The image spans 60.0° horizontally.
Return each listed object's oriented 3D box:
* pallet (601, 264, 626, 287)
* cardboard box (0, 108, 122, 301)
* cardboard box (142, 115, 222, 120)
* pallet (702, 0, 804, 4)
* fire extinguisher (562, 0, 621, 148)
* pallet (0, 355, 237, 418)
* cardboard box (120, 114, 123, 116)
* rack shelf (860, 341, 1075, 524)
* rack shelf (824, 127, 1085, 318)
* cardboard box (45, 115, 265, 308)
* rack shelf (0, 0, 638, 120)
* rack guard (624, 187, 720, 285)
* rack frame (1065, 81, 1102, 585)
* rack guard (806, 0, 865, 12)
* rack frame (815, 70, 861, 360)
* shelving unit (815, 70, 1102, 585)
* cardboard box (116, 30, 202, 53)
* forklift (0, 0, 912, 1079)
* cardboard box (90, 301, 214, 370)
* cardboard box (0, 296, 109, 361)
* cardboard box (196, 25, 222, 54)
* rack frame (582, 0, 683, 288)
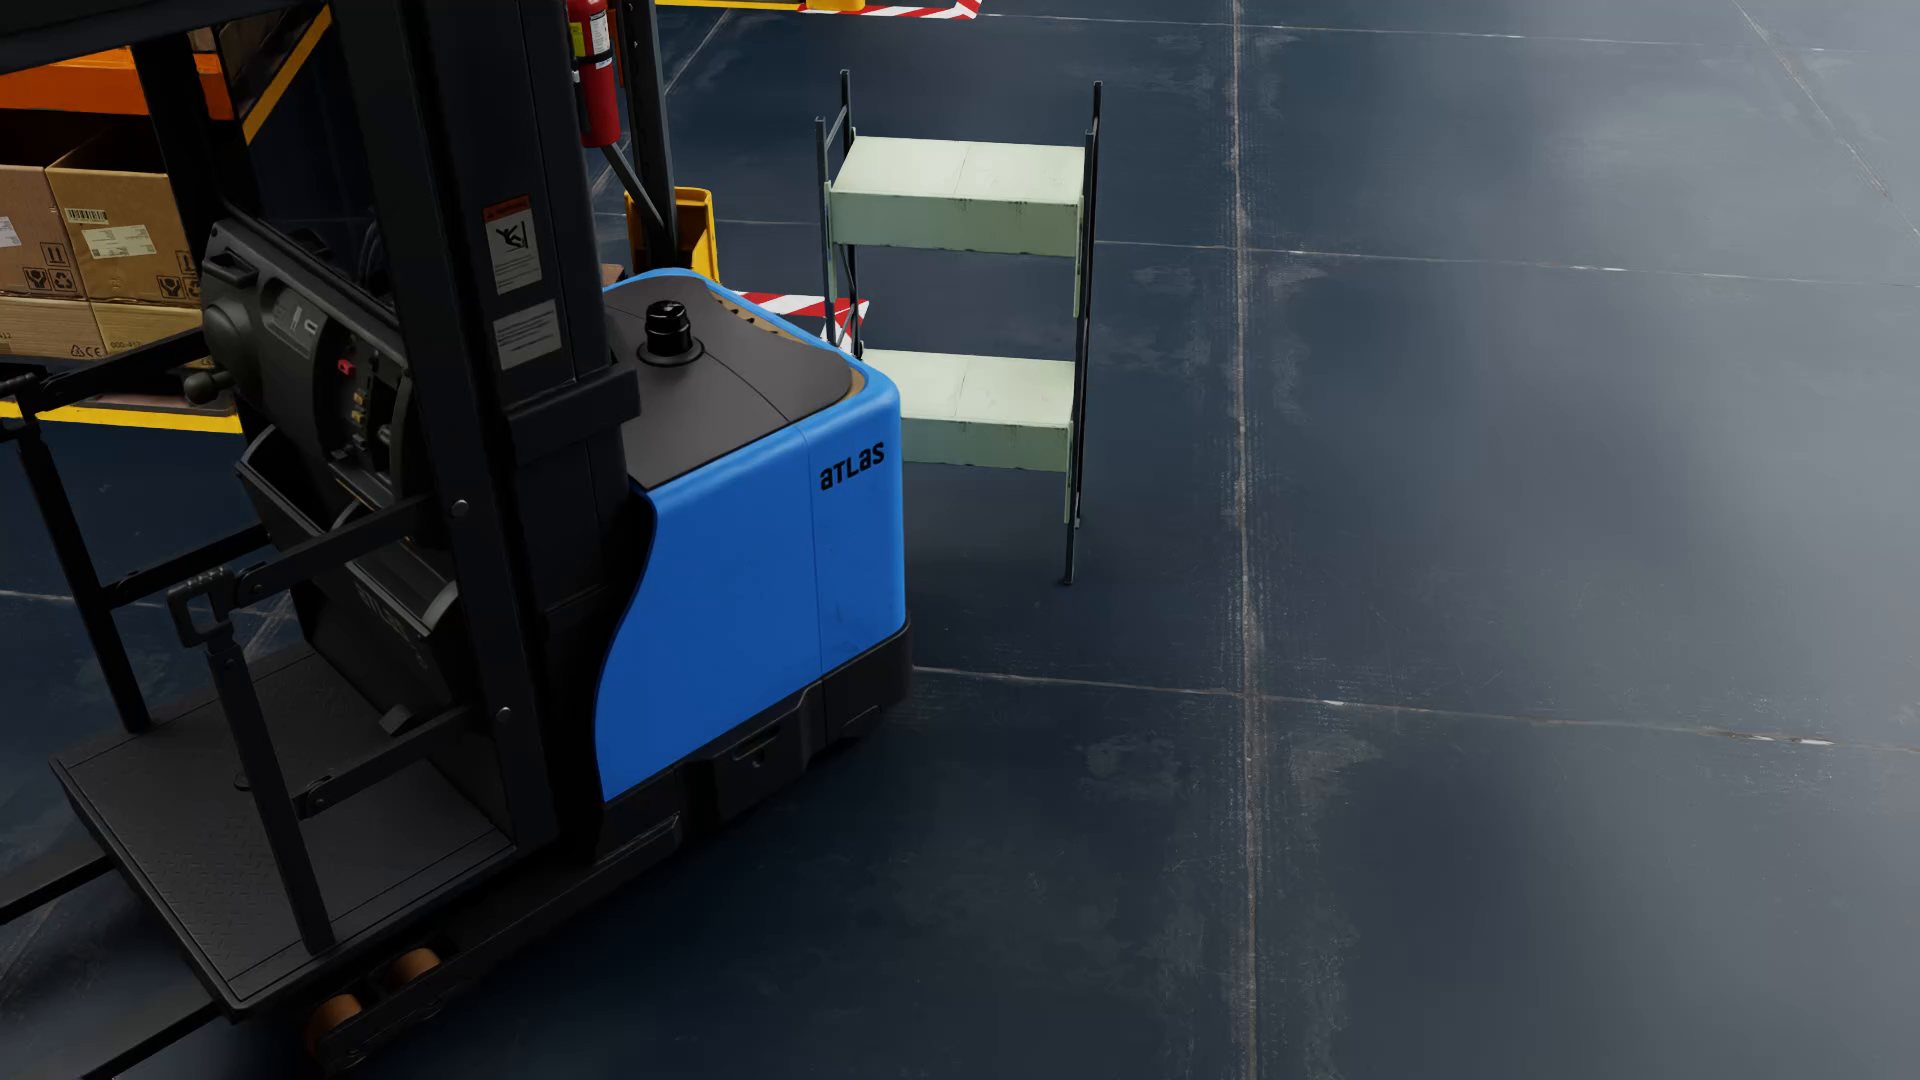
[{"bbox_3d":[-2.002,-0.776,6.397,1.213,0.211,1.003,4,36,6],"label":"pallet"},{"bbox_3d":[-3.297,-1.207,5.960,0.500,0.500,0.500,4,36,6],"label":"cardboard box"},{"bbox_3d":[-2.735,-1.469,6.327,0.500,0.500,0.500,4,36,6],"label":"cardboard box"},{"bbox_3d":[-1.490,-3.639,10.408,1.213,0.211,1.003,4,36,6],"label":"pallet"},{"bbox_3d":[-1.180,-1.571,5.177,0.183,0.674,0.296,4,36,6],"label":"fire extinguisher"},{"bbox_3d":[-3.208,-0.868,6.525,1.213,0.211,1.003,4,36,6],"label":"pallet"},{"bbox_3d":[-3.229,-1.516,6.393,0.500,0.500,0.500,4,36,6],"label":"cardboard box"},{"bbox_3d":[0.007,-0.345,5.244,0.720,0.370,0.431,4,36,6],"label":"rack shelf"},{"bbox_3d":[0.007,-0.928,4.828,0.720,0.370,0.431,4,36,6],"label":"rack shelf"},{"bbox_3d":[-2.801,-1.169,5.907,0.500,0.500,0.500,4,36,6],"label":"cardboard box"},{"bbox_3d":[-3.222,-1.734,5.958,4.000,0.370,1.077,4,36,6],"label":"rack shelf"},{"bbox_3d":[-1.214,-0.860,6.265,0.348,0.500,1.175,4,36,6],"label":"rack guard"},{"bbox_3d":[0.370,-0.583,5.017,0.023,1.500,0.400,4,36,6],"label":"rack frame"},{"bbox_3d":[-0.685,-3.694,10.236,0.348,0.500,1.175,4,36,6],"label":"rack guard"},{"bbox_3d":[-0.356,-0.637,5.093,0.023,1.500,0.400,4,36,6],"label":"rack frame"},{"bbox_3d":[0.007,-0.610,5.055,0.755,1.500,0.431,4,36,6],"label":"shelving unit"},{"bbox_3d":[-2.713,-2.038,5.678,0.500,0.500,0.700,4,36,6],"label":"cardboard box"},{"bbox_3d":[-1.548,-0.329,3.429,3.031,2.935,1.130,-29,45,-34],"label":"forklift"},{"bbox_3d":[-2.801,-0.866,6.128,0.500,0.250,0.500,4,36,6],"label":"cardboard box"},{"bbox_3d":[-3.297,-0.904,6.181,0.500,0.250,0.500,4,36,6],"label":"cardboard box"},{"bbox_3d":[-2.221,-1.997,5.622,0.500,0.500,0.700,5,36,7],"label":"cardboard box"},{"bbox_3d":[-1.238,-1.879,5.541,0.127,3.000,1.000,4,36,6],"label":"rack frame"}]
